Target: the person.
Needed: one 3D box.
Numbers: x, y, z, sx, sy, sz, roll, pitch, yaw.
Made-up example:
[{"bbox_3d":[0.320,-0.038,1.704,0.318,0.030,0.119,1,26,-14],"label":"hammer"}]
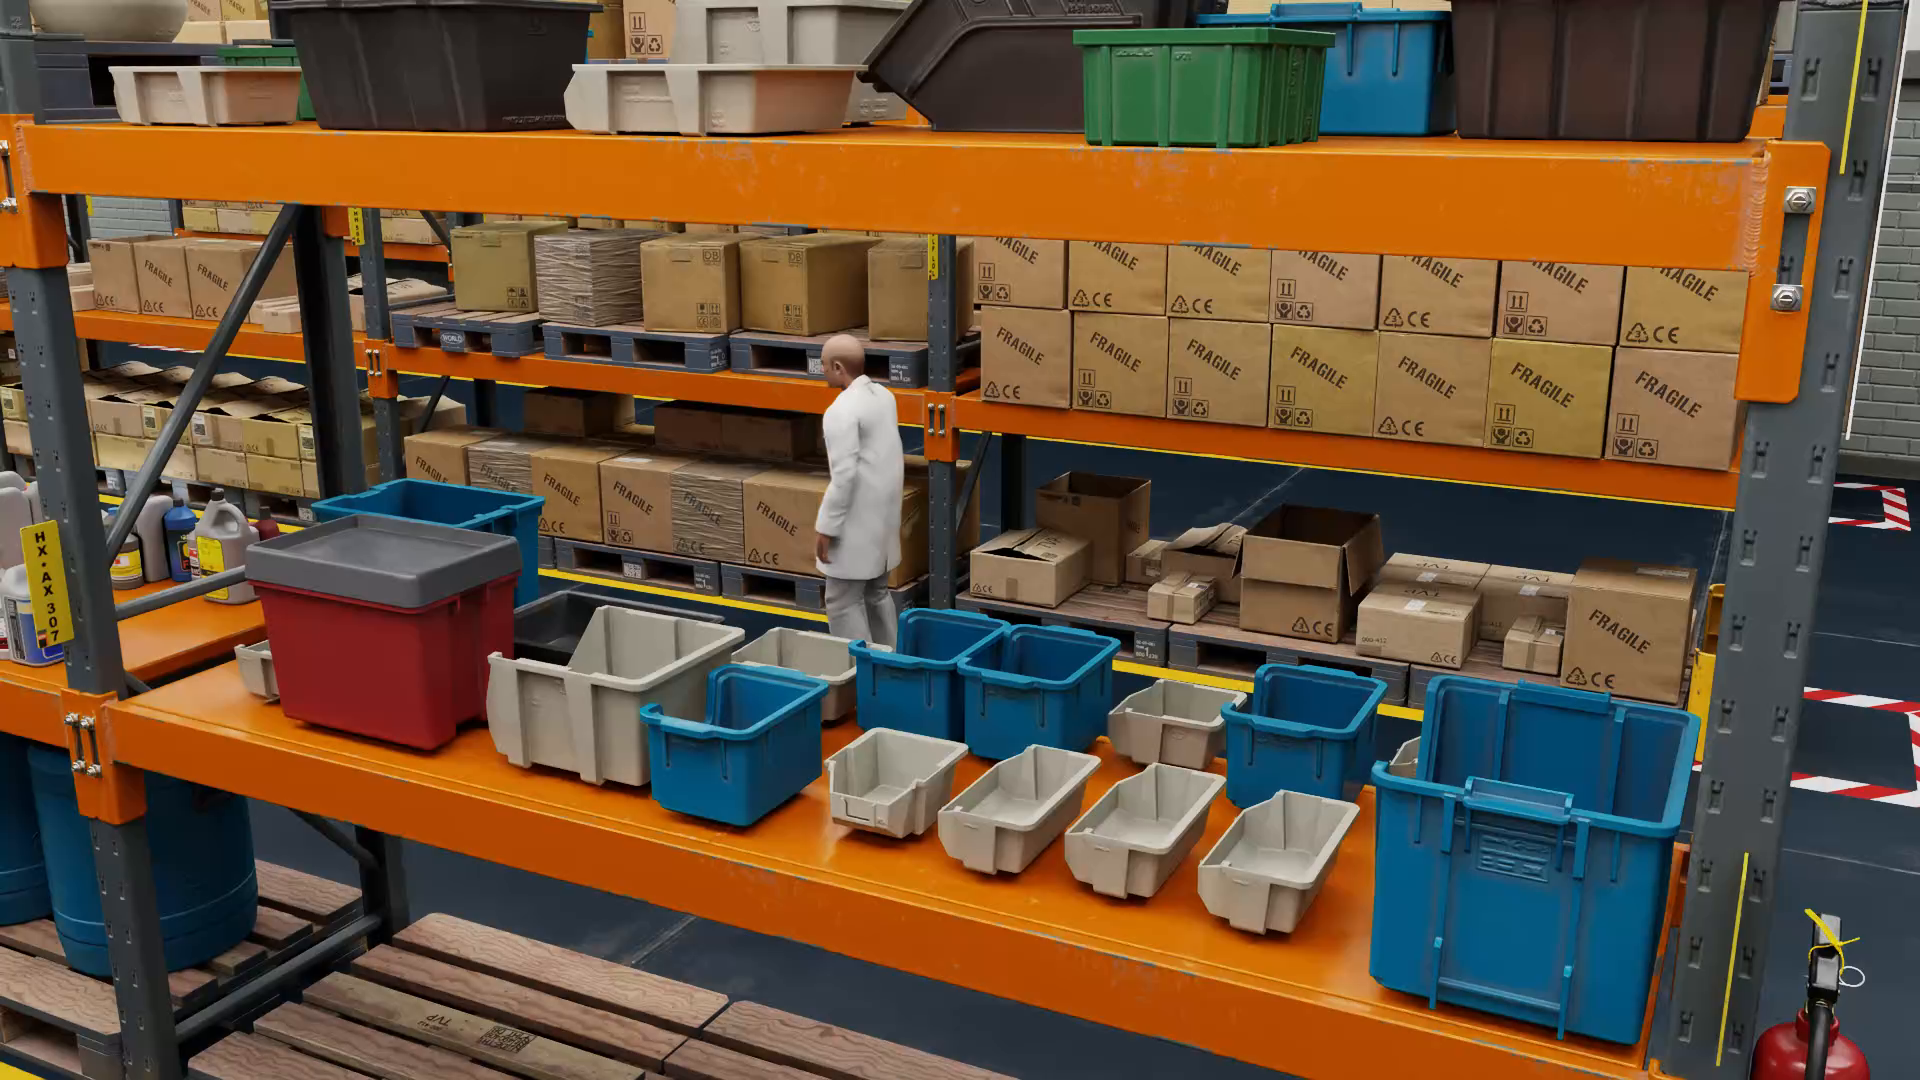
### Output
[{"bbox_3d":[-0.485,-0.088,7.870,0.419,1.775,0.655,7,17,23],"label":"person"}]
